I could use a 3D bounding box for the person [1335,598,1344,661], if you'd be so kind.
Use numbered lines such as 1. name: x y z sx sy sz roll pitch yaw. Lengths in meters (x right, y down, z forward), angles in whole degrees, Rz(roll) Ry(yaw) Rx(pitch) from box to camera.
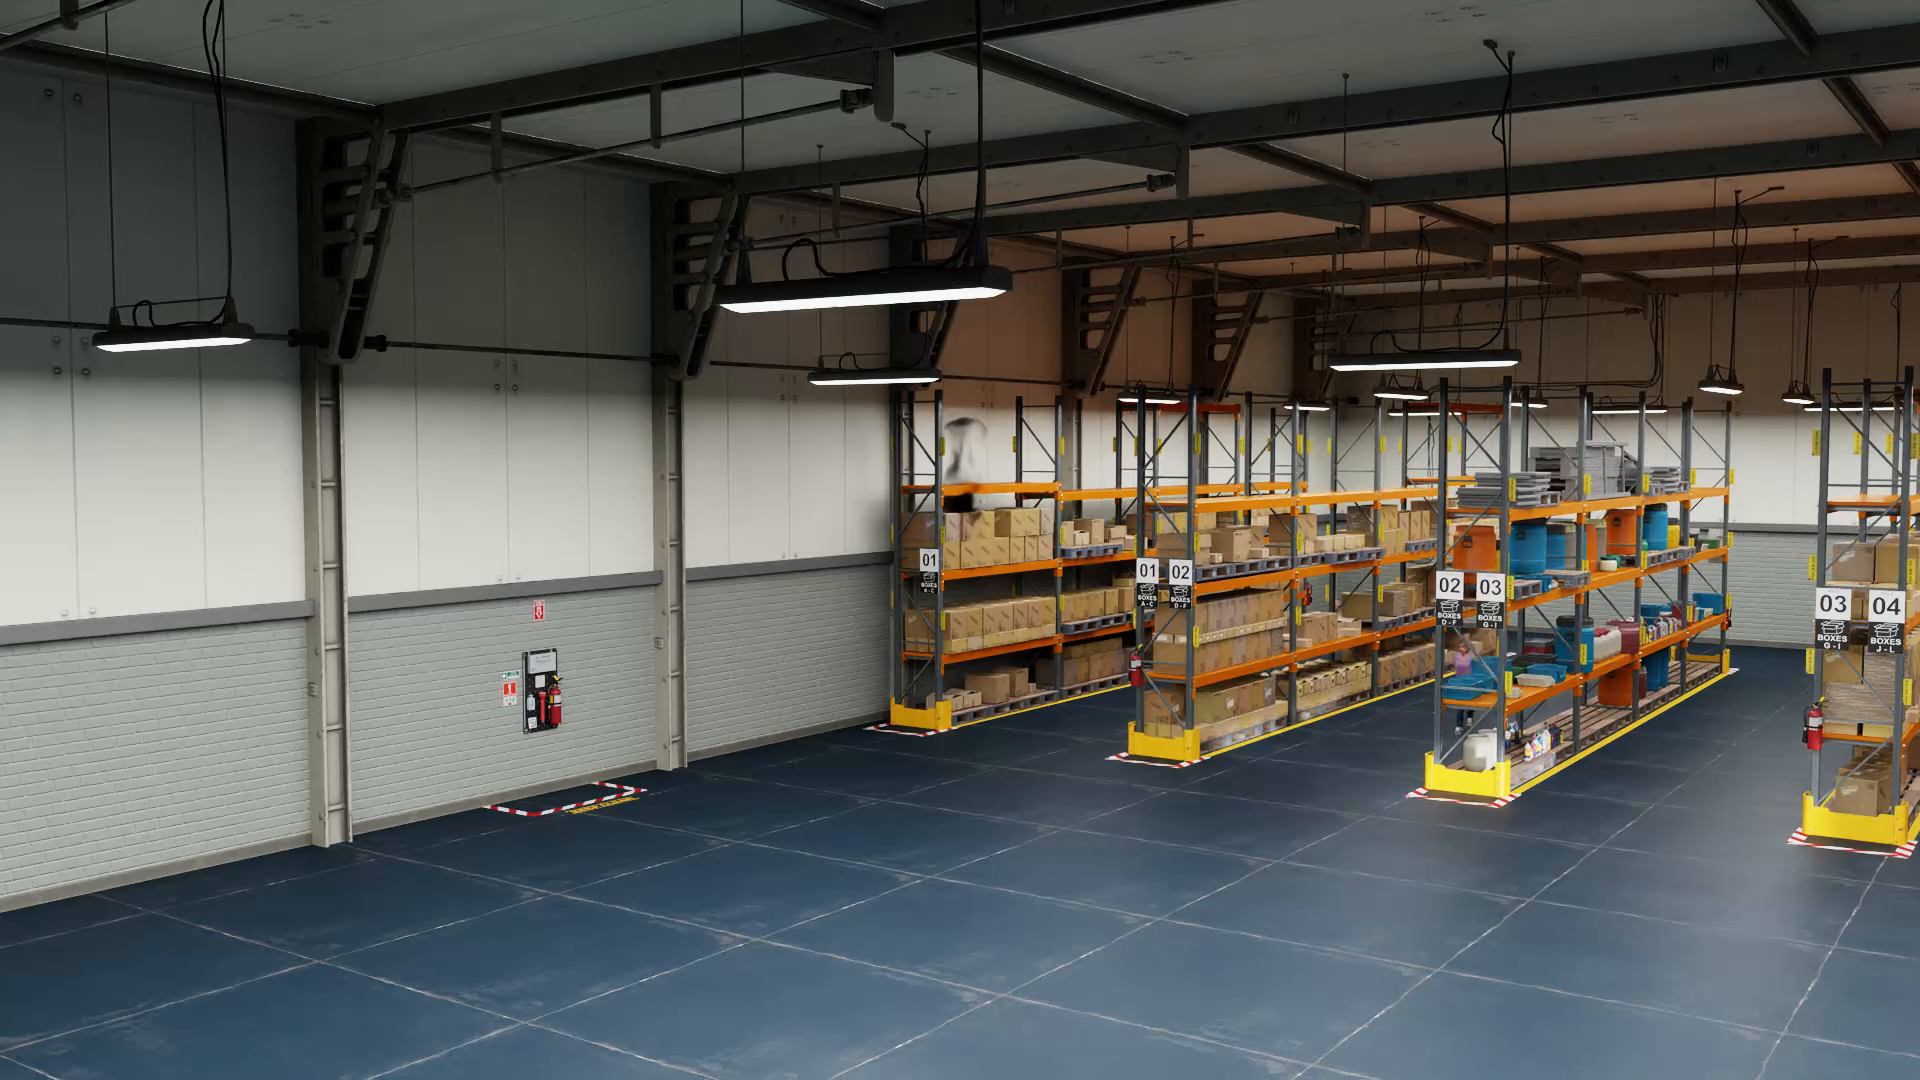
1. person: 8.619 2.102 37.651 0.553 1.594 0.686 3 4 43

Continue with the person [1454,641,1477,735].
1. person: 8.865 2.563 29.115 0.524 1.611 0.820 2 4 34
